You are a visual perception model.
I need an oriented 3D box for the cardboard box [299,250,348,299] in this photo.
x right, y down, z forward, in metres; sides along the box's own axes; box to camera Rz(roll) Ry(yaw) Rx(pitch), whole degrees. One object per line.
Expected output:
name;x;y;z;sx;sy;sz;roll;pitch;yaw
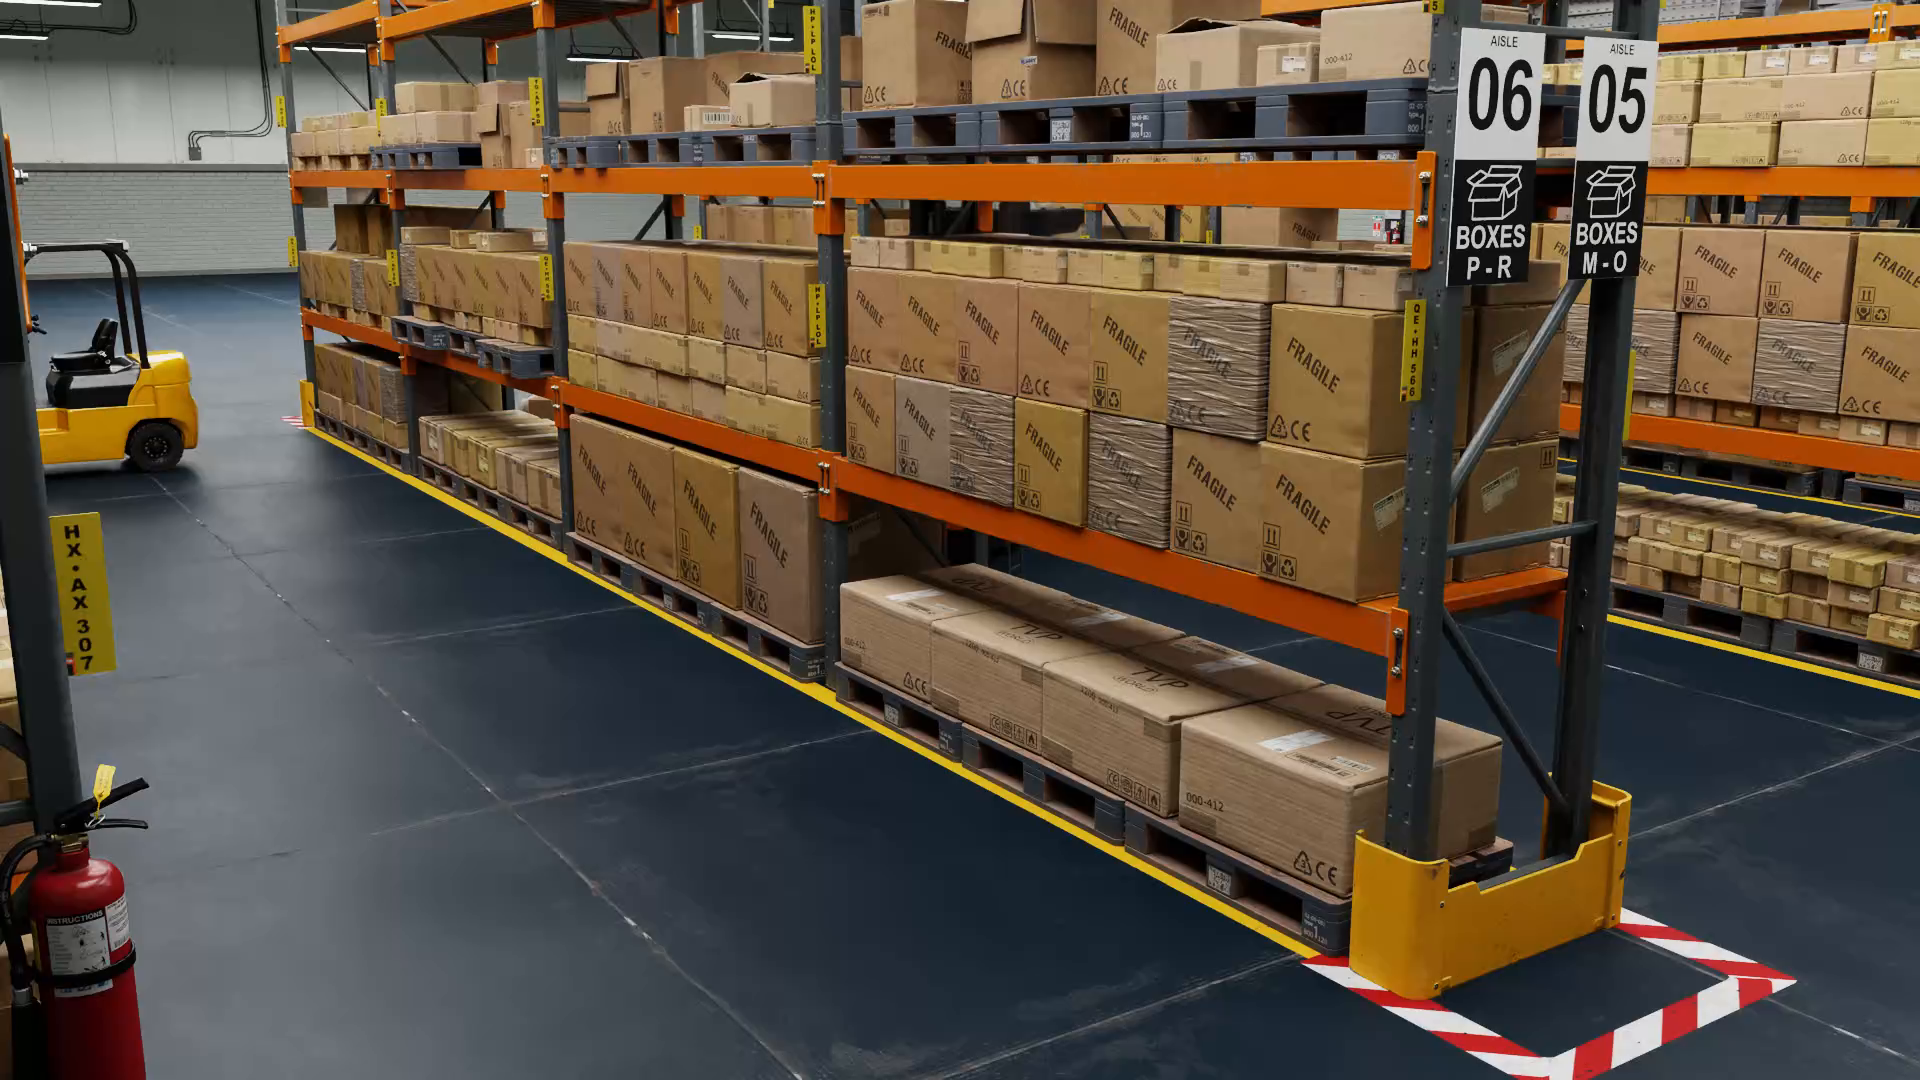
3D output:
cardboard box;-6.907;-2.914;18.236;0.500;0.500;0.500;-8;15;-34

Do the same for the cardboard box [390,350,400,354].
cardboard box;-5.712;-1.771;17.635;0.500;0.500;0.500;-9;15;-34

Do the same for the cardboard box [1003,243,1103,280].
cardboard box;0.418;-1.249;7.459;0.380;0.149;0.250;-8;15;-33

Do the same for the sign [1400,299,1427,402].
sign;1.466;-0.611;5.370;0.100;0.325;0.005;-8;15;-33

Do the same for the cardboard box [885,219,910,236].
cardboard box;-0.378;-3.179;17.804;0.700;0.500;0.500;-8;15;-34

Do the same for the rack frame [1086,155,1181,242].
rack frame;1.558;-2.018;15.069;1.000;3.000;0.127;-8;15;-33

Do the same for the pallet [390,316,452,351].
pallet;-4.420;-1.879;14.881;1.003;0.211;1.213;-8;15;-33

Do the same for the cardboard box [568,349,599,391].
cardboard box;-2.445;-1.224;11.790;0.500;0.250;0.500;-8;15;-34

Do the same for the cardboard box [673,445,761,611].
cardboard box;-1.207;-0.131;10.428;0.875;0.875;0.875;-8;14;-31

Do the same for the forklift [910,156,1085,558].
forklift;0.307;-1.564;13.151;1.130;2.935;3.031;6;14;26

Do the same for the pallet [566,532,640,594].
pallet;-2.133;0.097;11.924;1.003;0.211;1.213;-8;15;-33

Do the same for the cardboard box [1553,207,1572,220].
cardboard box;10.413;-5.588;28.123;0.700;0.500;0.500;-8;15;-33

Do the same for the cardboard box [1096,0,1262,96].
cardboard box;0.934;-2.136;7.136;0.500;0.500;0.500;-8;15;-32

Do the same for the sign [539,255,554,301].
sign;-2.953;-1.875;11.891;0.100;0.325;0.005;-8;15;-33

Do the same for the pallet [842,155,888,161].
pallet;-1.103;-4.298;18.682;1.003;0.211;1.213;-8;15;-33

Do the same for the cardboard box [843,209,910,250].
cardboard box;-0.834;-3.400;18.509;0.875;0.550;0.550;-8;15;-33

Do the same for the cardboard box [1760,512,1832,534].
cardboard box;5.238;-0.064;10.429;0.380;0.149;0.250;-8;15;-32

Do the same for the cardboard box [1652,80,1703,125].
cardboard box;4.381;-2.649;10.113;0.500;0.250;0.500;-8;15;-32

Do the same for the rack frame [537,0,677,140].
rack frame;-2.507;-4.345;11.667;1.000;3.000;0.127;-8;15;-33

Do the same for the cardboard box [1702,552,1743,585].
cardboard box;4.747;0.156;10.120;0.380;0.149;0.250;-7;14;-30

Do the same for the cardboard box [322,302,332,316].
cardboard box;-6.590;-2.479;17.764;0.380;0.149;0.250;-8;15;-32

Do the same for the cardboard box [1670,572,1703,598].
cardboard box;4.671;0.247;10.400;0.380;0.149;0.250;-8;14;-31

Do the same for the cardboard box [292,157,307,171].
cardboard box;-7.025;-4.082;18.075;0.380;0.149;0.250;-8;15;-33

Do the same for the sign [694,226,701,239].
sign;-3.339;-3.838;21.179;0.100;0.325;0.005;-8;15;-33

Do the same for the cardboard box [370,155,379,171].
cardboard box;-5.380;-3.586;15.807;0.380;0.149;0.250;-8;15;-32

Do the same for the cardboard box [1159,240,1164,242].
cardboard box;3.082;-3.673;21.707;0.875;0.500;0.500;-8;15;-33

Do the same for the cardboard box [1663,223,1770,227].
cardboard box;4.823;-1.754;10.589;0.500;0.500;0.500;-8;14;-31

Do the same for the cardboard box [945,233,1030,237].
cardboard box;0.145;-1.540;8.790;0.380;0.149;0.250;-8;15;-34

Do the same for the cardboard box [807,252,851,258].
cardboard box;-0.600;-1.440;9.849;0.500;0.500;0.500;-8;15;-33

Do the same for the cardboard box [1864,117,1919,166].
cardboard box;5.230;-2.127;8.896;0.500;0.250;0.500;-8;15;-33

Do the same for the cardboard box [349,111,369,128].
cardboard box;-5.611;-4.013;15.892;0.380;0.149;0.250;-8;14;-31

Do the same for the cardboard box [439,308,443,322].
cardboard box;-4.328;-1.986;14.525;0.380;0.149;0.250;-7;14;-29

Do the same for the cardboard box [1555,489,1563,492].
cardboard box;3.896;-0.268;11.364;0.380;0.149;0.250;-7;14;-30

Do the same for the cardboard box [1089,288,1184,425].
cardboard box;0.875;-0.764;6.760;0.500;0.500;0.500;-8;15;-33

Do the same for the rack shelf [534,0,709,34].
rack shelf;-1.398;-3.443;10.160;1.077;0.370;4.000;-8;15;-33

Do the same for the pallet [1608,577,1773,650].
pallet;4.856;0.388;10.594;1.003;0.211;1.213;-8;15;-33

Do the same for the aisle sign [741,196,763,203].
aisle sign;-2.664;-4.759;21.518;0.394;0.787;0.004;-8;15;-33

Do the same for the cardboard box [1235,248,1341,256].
cardboard box;1.356;-1.125;6.891;0.380;0.149;0.250;-8;15;-32

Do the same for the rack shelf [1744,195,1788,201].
rack shelf;8.759;-4.643;21.735;1.077;0.370;4.000;-8;15;-33

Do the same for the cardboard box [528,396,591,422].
cardboard box;-4.184;-1.257;17.435;0.500;0.500;0.500;1;12;6

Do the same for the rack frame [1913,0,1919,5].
rack frame;15.898;-7.988;28.327;1.000;3.000;0.127;-8;15;-33

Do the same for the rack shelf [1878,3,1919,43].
rack shelf;9.068;-3.904;12.271;1.077;0.370;4.000;-8;15;-33

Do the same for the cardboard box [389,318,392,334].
cardboard box;-5.155;-2.024;15.684;0.380;0.149;0.250;-8;15;-33

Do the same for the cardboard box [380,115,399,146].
cardboard box;-4.733;-3.572;14.519;0.500;0.250;0.500;-9;15;-34

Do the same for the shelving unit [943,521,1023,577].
shelving unit;0.162;-0.339;11.601;0.503;1.200;0.258;6;14;24

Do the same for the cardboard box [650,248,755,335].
cardboard box;-1.604;-1.564;10.417;0.500;0.500;0.500;-8;15;-32

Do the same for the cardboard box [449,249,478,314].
cardboard box;-3.868;-2.139;13.708;0.500;0.500;0.500;-9;15;-35

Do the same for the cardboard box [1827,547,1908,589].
cardboard box;5.146;0.155;9.430;0.380;0.149;0.250;-8;15;-34

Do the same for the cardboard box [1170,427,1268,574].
cardboard box;1.173;-0.186;6.456;0.500;0.500;0.500;-8;15;-34

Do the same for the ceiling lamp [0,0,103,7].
ceiling lamp;-16.913;-11.391;30.223;2.000;3.185;0.800;-8;15;-33

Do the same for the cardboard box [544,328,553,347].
cardboard box;-2.884;-1.527;12.429;0.380;0.149;0.250;-7;14;-31

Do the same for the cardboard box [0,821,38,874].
cardboard box;-2.158;0.628;3.555;0.380;0.149;0.250;-8;15;-33

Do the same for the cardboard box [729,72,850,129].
cardboard box;-0.954;-2.462;9.302;0.500;0.311;0.500;-8;15;-33

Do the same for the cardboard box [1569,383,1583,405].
cardboard box;4.201;-0.968;10.853;0.380;0.149;0.250;-9;15;-35
